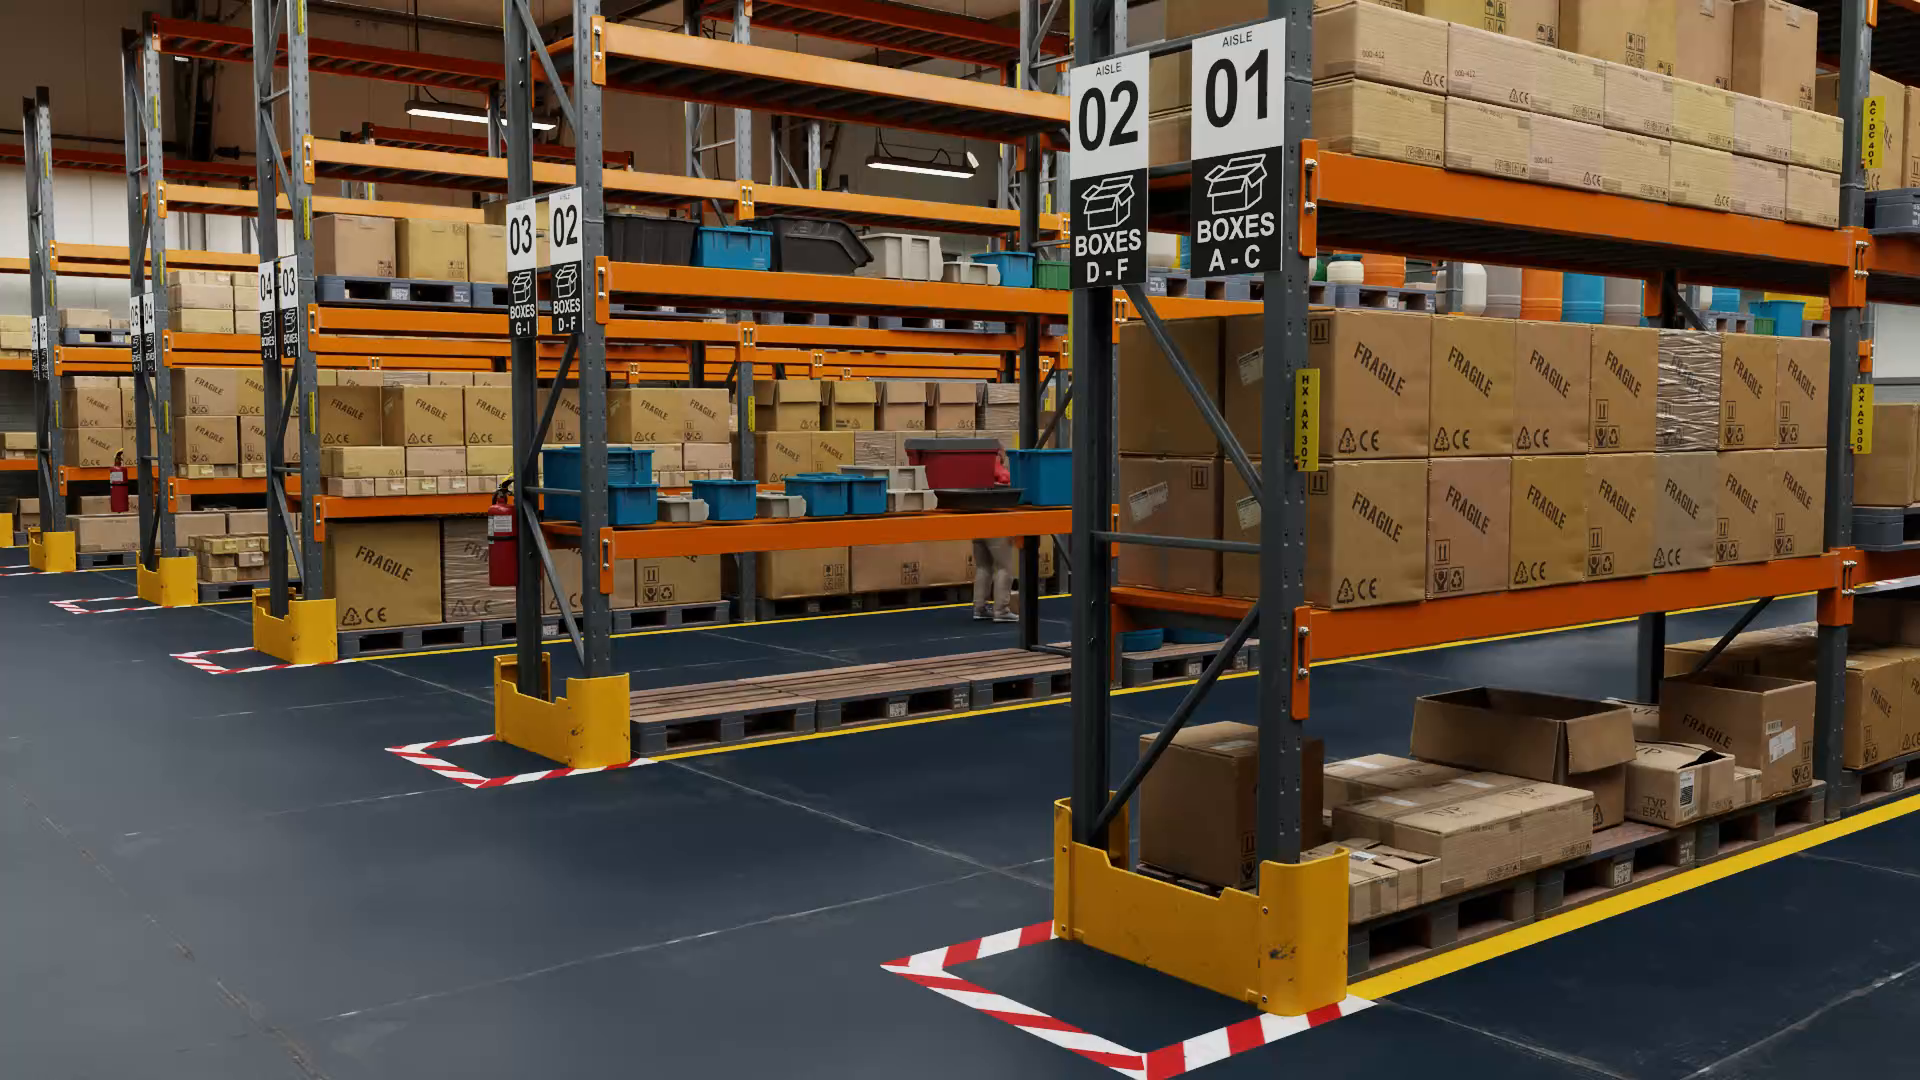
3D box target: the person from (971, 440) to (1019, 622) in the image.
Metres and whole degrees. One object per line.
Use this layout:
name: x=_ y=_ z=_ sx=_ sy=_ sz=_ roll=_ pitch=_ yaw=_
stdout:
person: x=0.312 y=-0.092 z=15.825 sx=0.392 sy=1.725 sz=0.587 roll=-4 pitch=6 yaw=-41
